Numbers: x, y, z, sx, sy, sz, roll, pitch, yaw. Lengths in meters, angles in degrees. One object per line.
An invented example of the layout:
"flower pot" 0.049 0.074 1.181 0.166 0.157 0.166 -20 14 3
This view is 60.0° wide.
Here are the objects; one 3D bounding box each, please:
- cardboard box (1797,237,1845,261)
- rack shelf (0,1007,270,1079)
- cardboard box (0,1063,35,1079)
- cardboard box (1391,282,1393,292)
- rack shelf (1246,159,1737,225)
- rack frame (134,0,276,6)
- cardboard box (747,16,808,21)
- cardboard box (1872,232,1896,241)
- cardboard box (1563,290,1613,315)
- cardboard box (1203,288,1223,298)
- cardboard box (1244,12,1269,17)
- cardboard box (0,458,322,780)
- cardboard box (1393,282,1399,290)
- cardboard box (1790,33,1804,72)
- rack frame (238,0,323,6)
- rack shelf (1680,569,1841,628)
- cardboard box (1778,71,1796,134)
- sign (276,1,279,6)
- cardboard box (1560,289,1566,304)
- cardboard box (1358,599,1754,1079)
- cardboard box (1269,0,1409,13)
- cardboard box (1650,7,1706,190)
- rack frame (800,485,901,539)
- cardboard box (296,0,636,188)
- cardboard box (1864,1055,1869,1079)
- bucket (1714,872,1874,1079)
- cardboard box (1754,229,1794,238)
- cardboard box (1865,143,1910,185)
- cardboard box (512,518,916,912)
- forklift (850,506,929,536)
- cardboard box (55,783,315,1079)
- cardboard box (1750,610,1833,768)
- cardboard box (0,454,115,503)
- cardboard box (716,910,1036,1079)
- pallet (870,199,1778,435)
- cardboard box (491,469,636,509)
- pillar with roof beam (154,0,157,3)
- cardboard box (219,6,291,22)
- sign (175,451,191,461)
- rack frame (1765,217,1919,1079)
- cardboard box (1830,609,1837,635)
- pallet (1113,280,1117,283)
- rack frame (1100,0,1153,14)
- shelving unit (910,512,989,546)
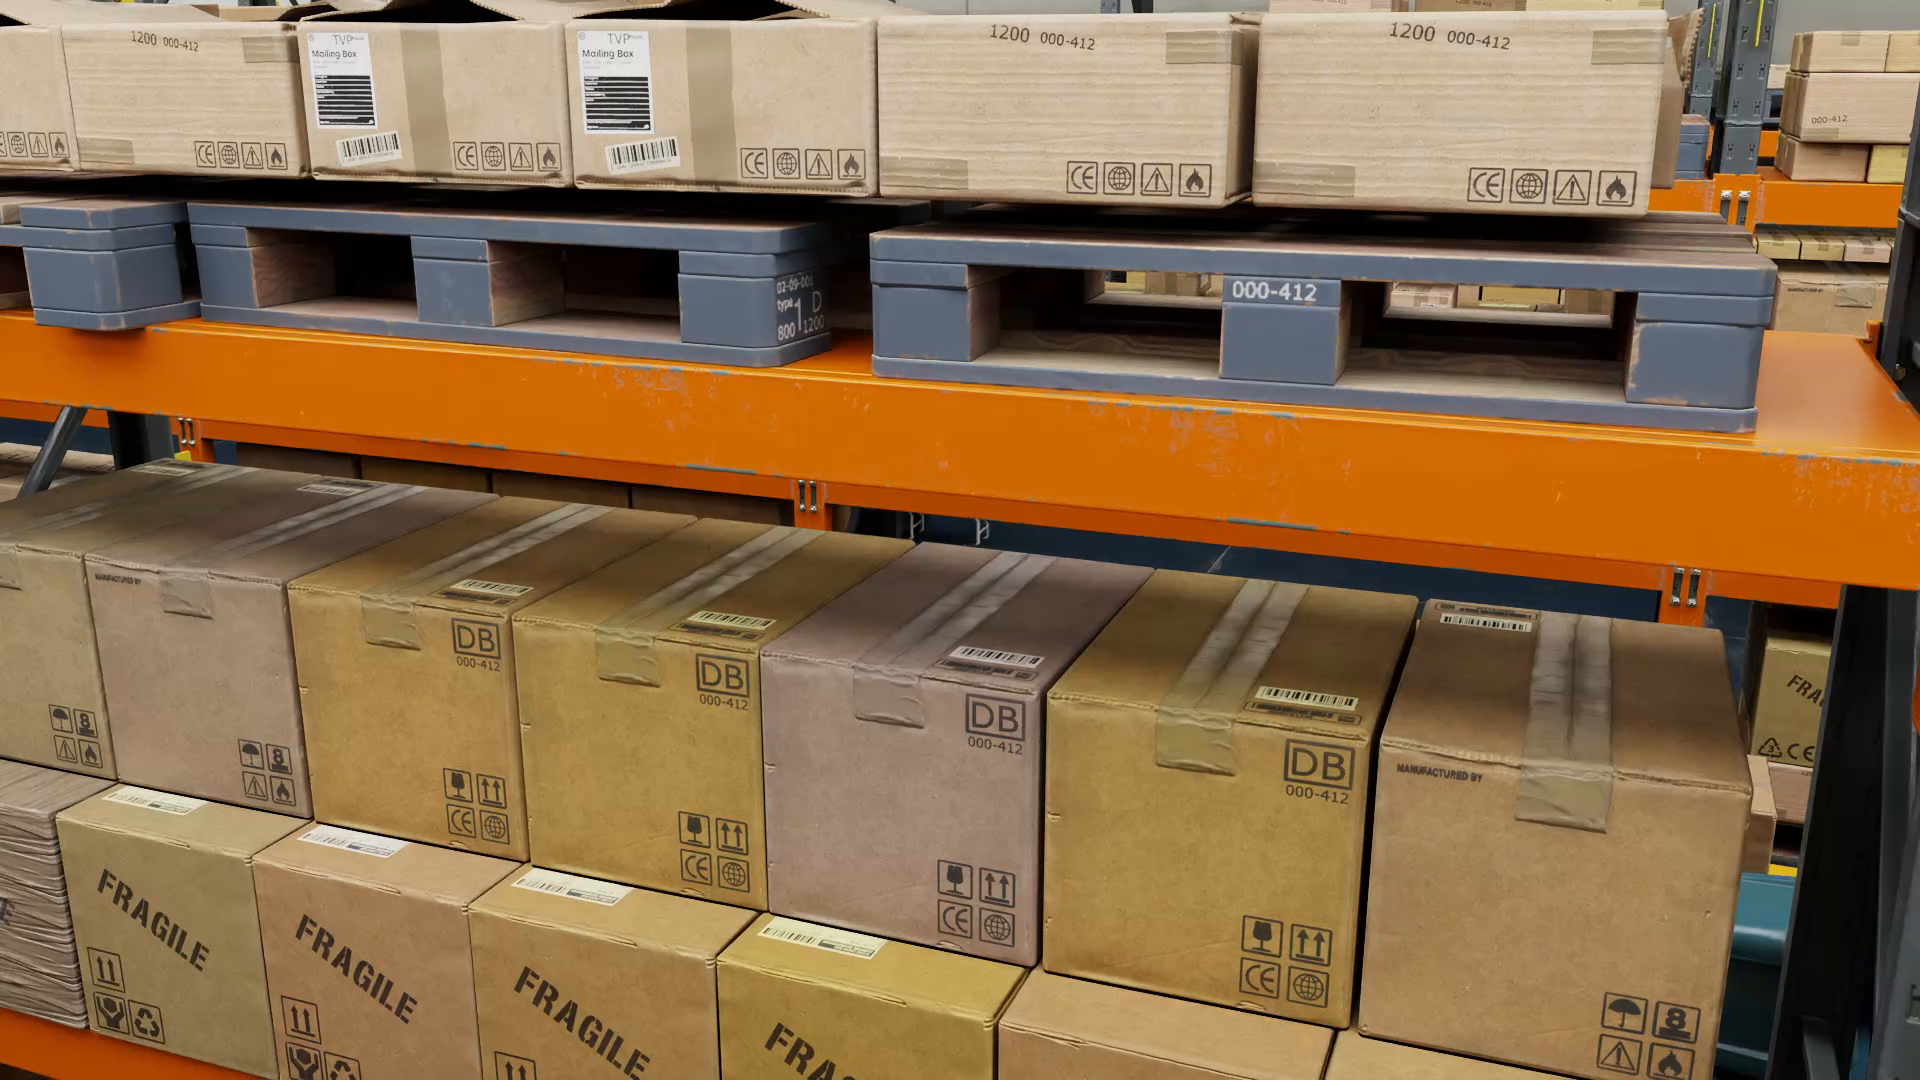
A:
"cardboard box" 5.679 -1.909 10.993 0.250 0.149 0.380 6 17 20
"rack shelf" -0.426 1.180 3.521 4.000 0.370 1.077 6 17 21
"cardboard box" -2.851 1.490 4.892 0.500 0.500 0.500 6 17 18
"cardboard box" 1.735 -1.037 7.237 0.250 0.149 0.380 6 17 18
"rack shelf" 1.297 -1.555 7.560 4.000 0.370 1.077 6 17 21
"rack frame" -4.285 -3.955 9.156 0.127 3.000 1.000 6 17 21
"cardboard box" -0.228 -0.833 3.092 0.258 0.266 0.396 6 17 21
"cardboard box" 6.342 -1.990 11.272 0.250 0.149 0.380 6 17 20
"cardboard box" 2.849 -1.099 7.451 0.250 0.149 0.380 6 17 20
"cardboard box" 1.423 -0.925 8.015 0.500 0.500 0.500 6 17 18
"cardboard box" 2.344 -3.528 11.953 0.500 0.500 0.700 6 17 20
"cardboard box" -1.872 0.150 3.805 0.500 0.500 0.700 6 17 20
"cardboard box" 3.007 -1.856 12.060 0.500 0.250 0.500 7 17 21
"cardboard box" 3.532 -1.983 6.762 0.250 0.149 0.380 7 17 22
"rack frame" -6.188 -5.652 15.001 0.127 3.000 1.000 6 17 21
"rack shelf" 5.018 0.295 6.569 4.000 0.370 1.077 6 17 21
"cardboard box" 3.668 -1.791 6.819 0.500 0.250 0.500 6 17 20
"sign" -4.095 -3.056 9.946 0.005 0.325 0.100 6 17 21
"cardboard box" 4.424 -1.695 11.505 0.500 0.250 0.500 6 17 19
"cardboard box" 0.971 0.461 2.732 0.500 0.500 0.700 6 17 20
"cardboard box" 1.614 -2.191 7.078 0.500 0.250 0.500 7 17 22
"cardboard box" 0.965 -0.714 2.679 0.396 0.266 0.258 6 17 20
"rack frame" -0.564 -0.665 8.583 0.127 3.000 1.000 6 17 21
"cardboard box" -0.750 -0.783 2.838 0.500 0.311 0.500 6 17 20
"cardboard box" 1.783 1.001 2.575 0.550 0.550 0.875 6 17 21
"bucket" 2.407 1.297 4.972 0.620 0.611 0.726 1 13 42
"cardboard box" 5.601 -2.055 11.495 0.250 0.149 0.380 6 17 19
"cardboard box" 3.579 -1.438 6.317 0.250 0.149 0.380 6 17 21
"cardboard box" -0.448 0.305 3.269 0.500 0.500 0.700 6 17 20
"forklift" -1.759 -1.579 11.854 3.031 2.935 1.130 6 17 18
"cardboard box" -1.494 0.749 3.535 0.500 0.500 0.500 6 17 20
"cardboard box" 3.607 0.634 6.945 0.500 0.500 0.500 7 18 23
"cardboard box" -5.663 -0.229 10.923 0.875 0.438 0.875 6 17 19
"cardboard box" -0.089 0.903 3.003 0.500 0.500 0.500 6 17 21
"pallet" 0.564 -0.391 2.603 1.217 0.209 0.805 6 17 18
"cardboard box" -2.004 -0.031 9.456 0.875 0.875 0.875 7 17 21
"pillar with roof beam" -9.945 -5.045 12.911 0.400 9.000 9.100 6 17 21
"cardboard box" -3.571 -2.599 8.932 0.500 0.500 0.500 6 17 20
"sign" -2.086 -0.071 4.461 0.005 0.325 0.100 6 17 21
"rack frame" 1.435 1.039 2.716 0.127 3.000 1.000 6 17 21
"cardboard box" 3.701 0.350 6.757 0.250 0.149 0.380 7 17 21
"pallet" 0.598 -1.911 13.222 1.003 0.211 1.213 6 17 21
"rack frame" 1.254 -4.833 12.182 0.127 3.000 1.000 6 17 21
"shelving unit" -0.071 -0.588 11.548 0.503 1.200 0.258 5 17 18
